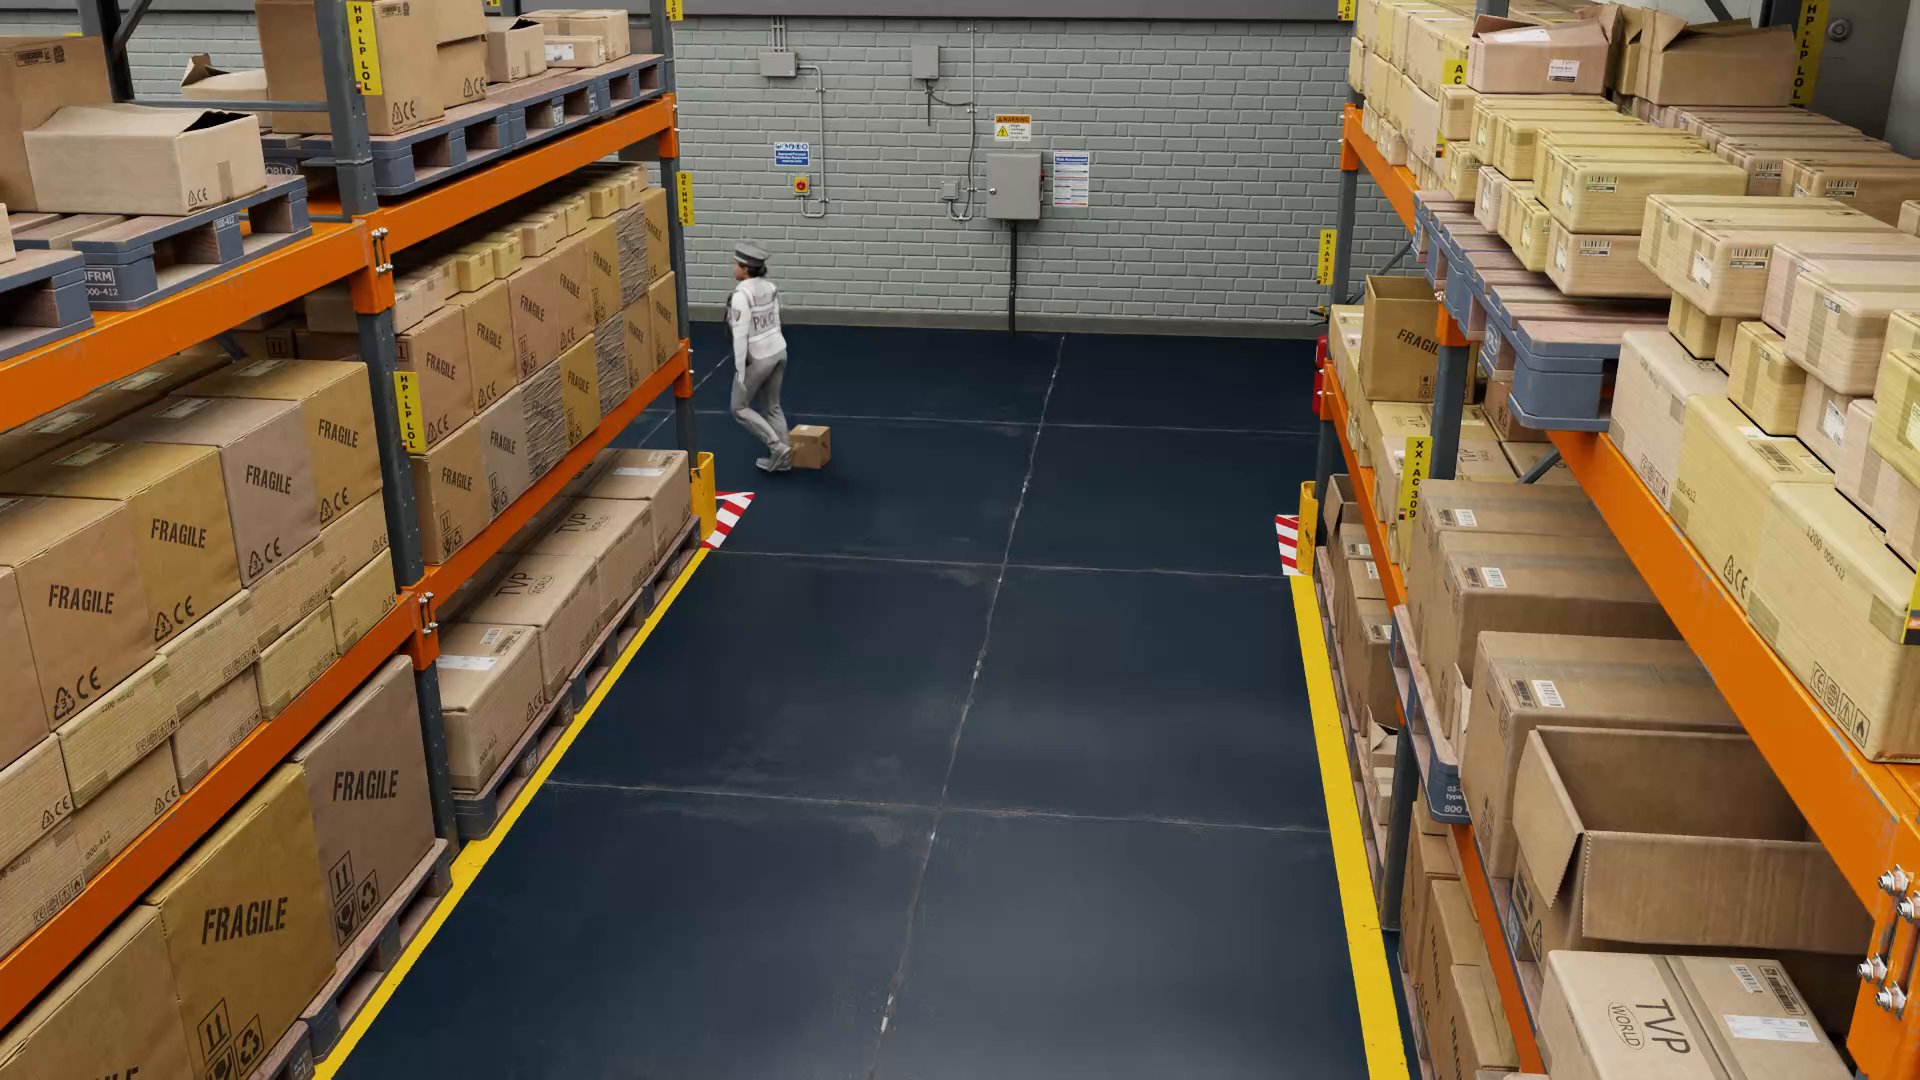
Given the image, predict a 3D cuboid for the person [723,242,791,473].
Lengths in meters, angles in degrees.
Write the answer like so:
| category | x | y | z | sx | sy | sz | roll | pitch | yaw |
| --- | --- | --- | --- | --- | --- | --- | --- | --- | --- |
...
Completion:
| category | x | y | z | sx | sy | sz | roll | pitch | yaw |
| --- | --- | --- | --- | --- | --- | --- | --- | --- | --- |
| person | -1.416 | -1.265 | 11.769 | 0.427 | 1.661 | 0.520 | 11 | 24 | 26 |
